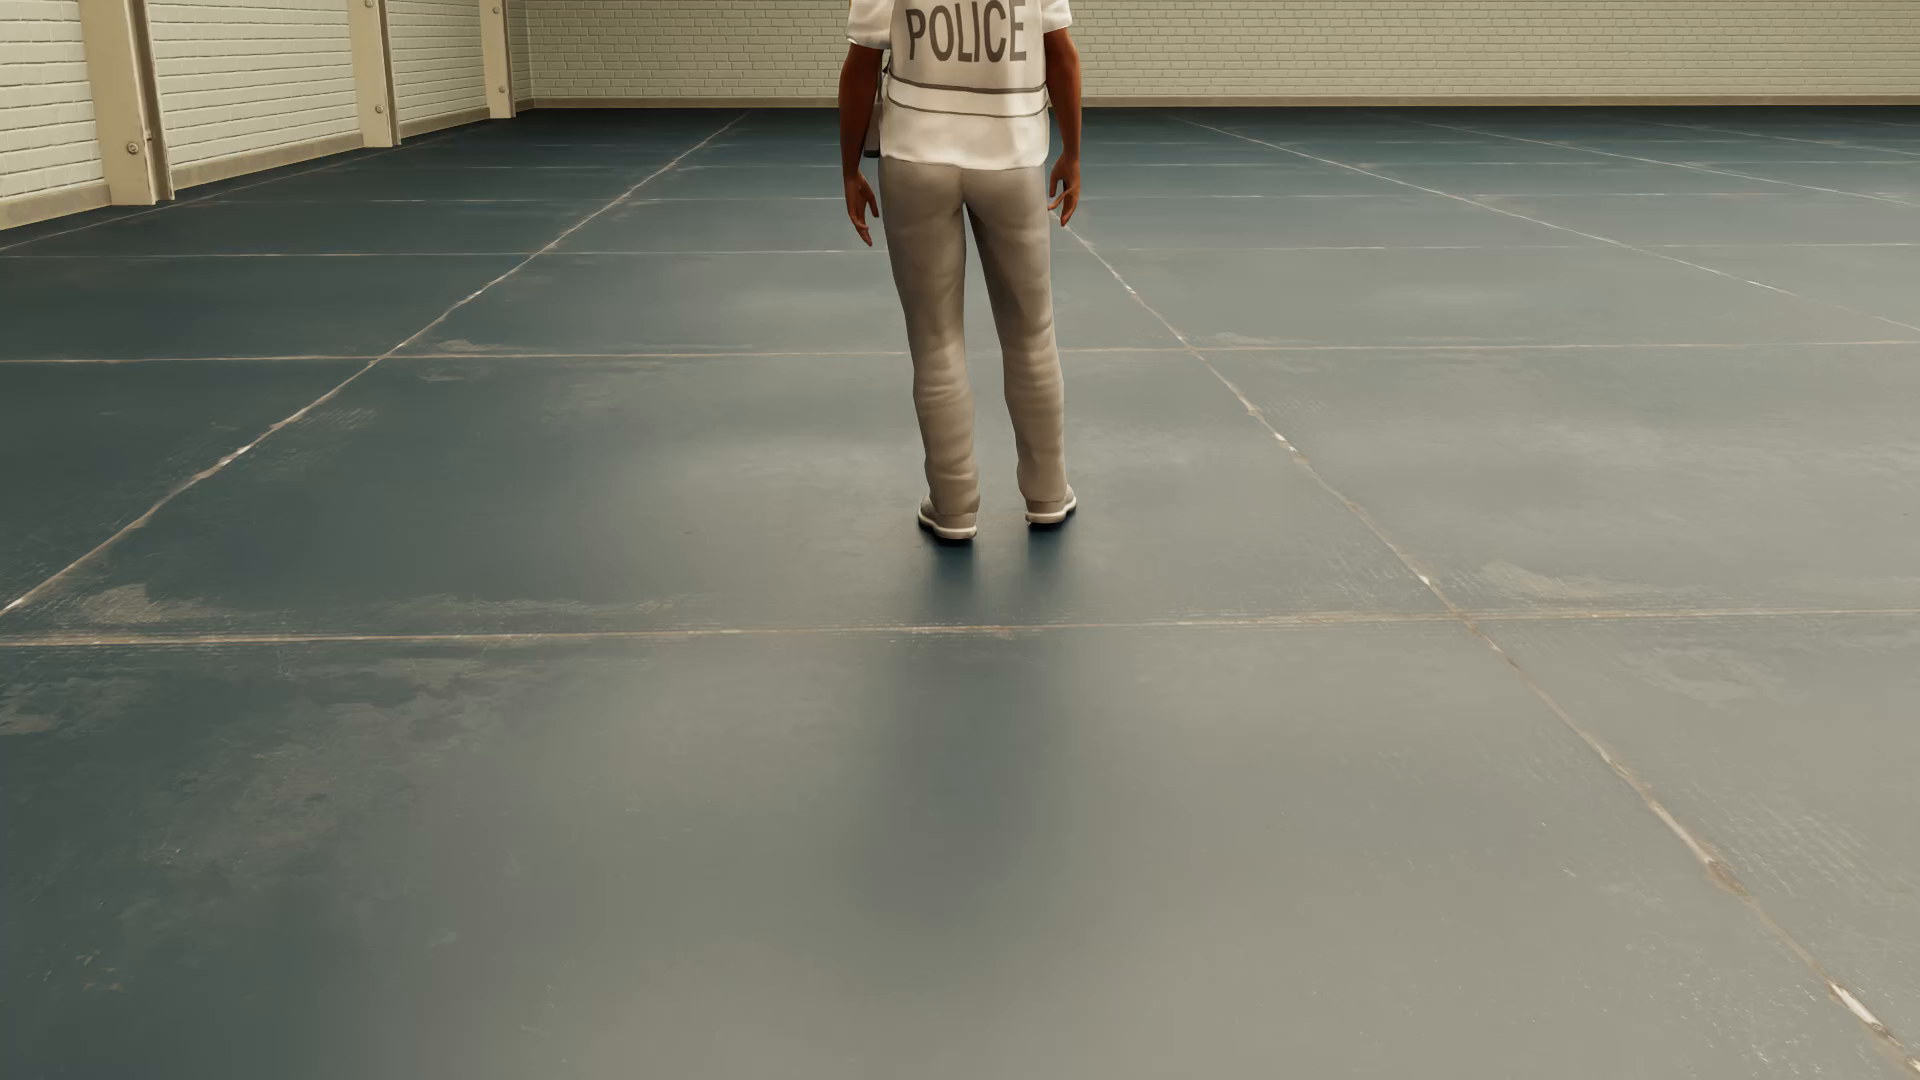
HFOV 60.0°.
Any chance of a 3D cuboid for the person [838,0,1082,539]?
[{"bbox_3d":[0.016,-0.839,3.740,0.569,1.694,0.530,-1,17,-3],"label":"person"}]
